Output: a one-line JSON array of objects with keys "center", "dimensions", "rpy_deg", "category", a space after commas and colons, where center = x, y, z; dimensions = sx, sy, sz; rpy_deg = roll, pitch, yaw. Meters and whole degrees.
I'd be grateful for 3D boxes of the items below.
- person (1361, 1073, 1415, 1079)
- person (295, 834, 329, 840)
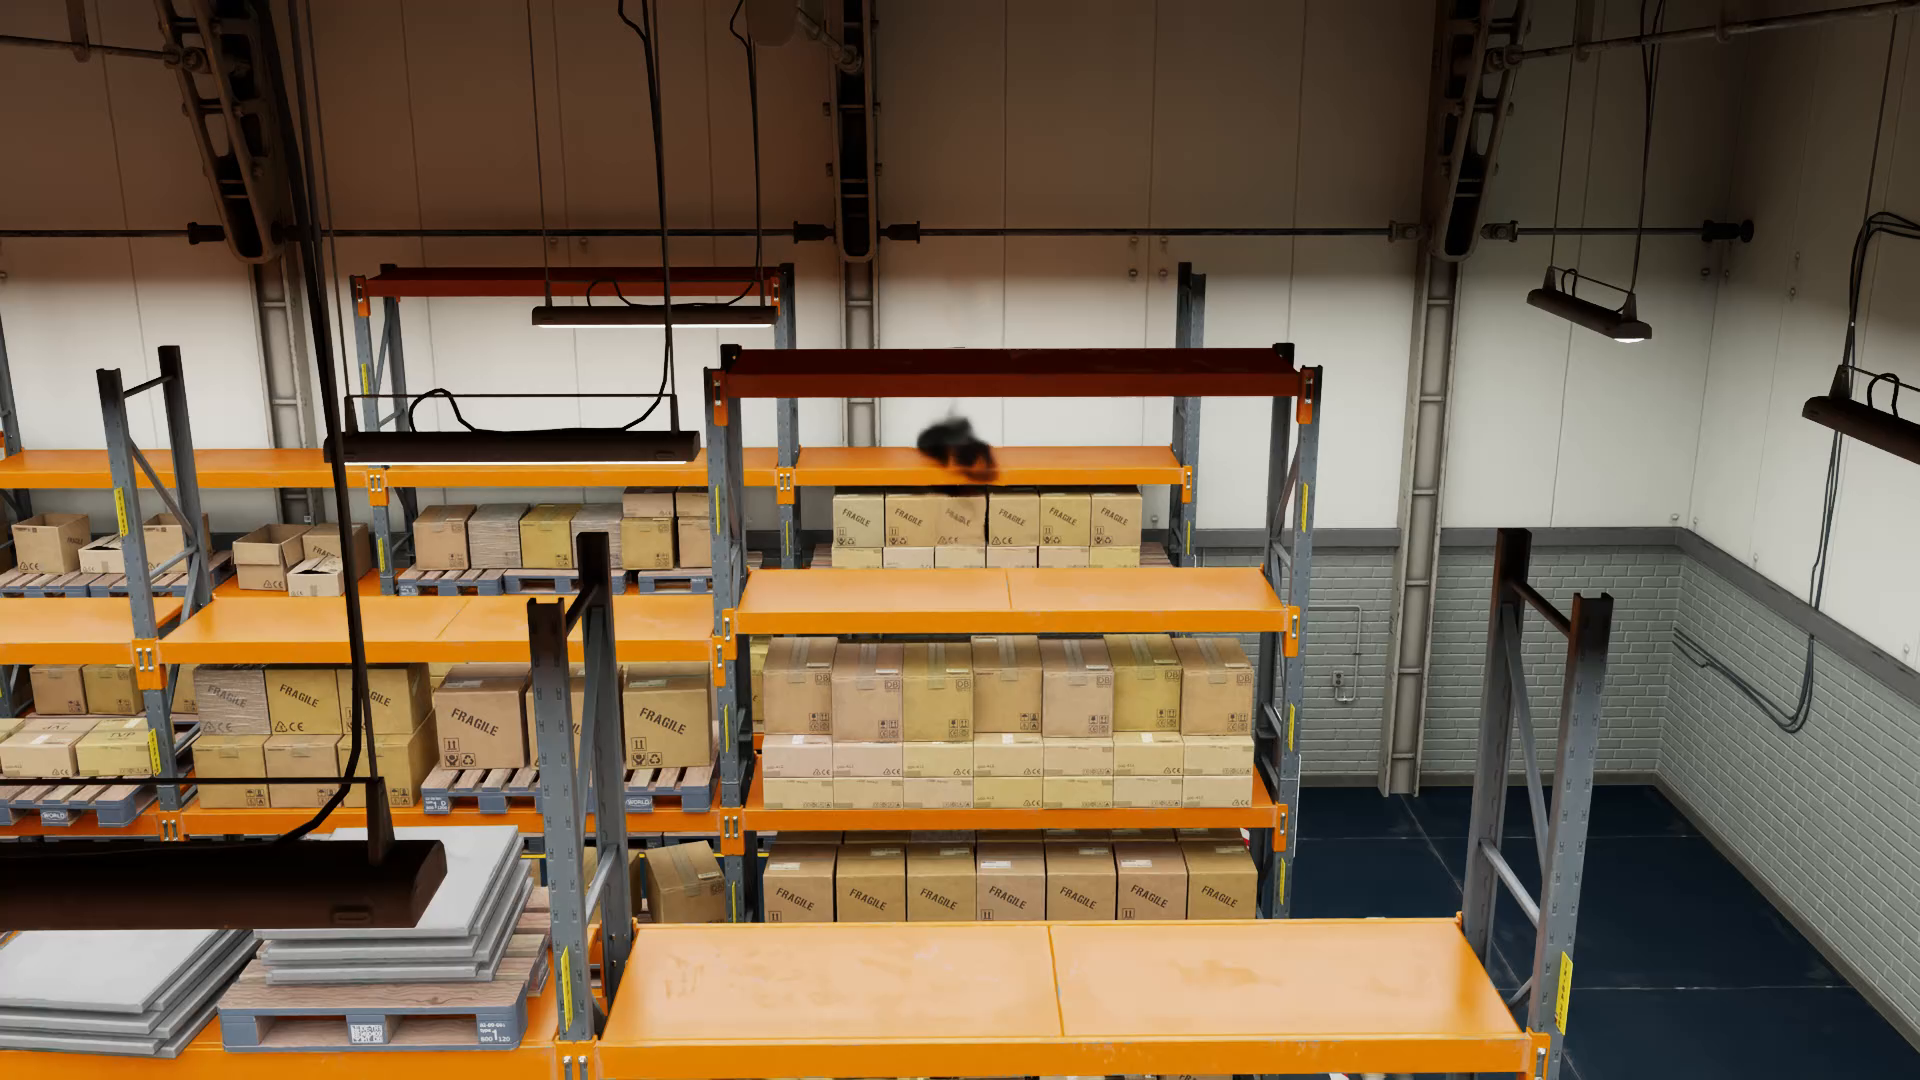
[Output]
[{"center": [3.177, 3.773, 12.518], "dimensions": [0.717, 1.791, 0.701], "rpy_deg": [4, 17, 14], "category": "person"}, {"center": [-5.514, 3.252, 14.474], "dimensions": [0.546, 1.658, 0.588], "rpy_deg": [-2, 16, -7], "category": "person"}]
